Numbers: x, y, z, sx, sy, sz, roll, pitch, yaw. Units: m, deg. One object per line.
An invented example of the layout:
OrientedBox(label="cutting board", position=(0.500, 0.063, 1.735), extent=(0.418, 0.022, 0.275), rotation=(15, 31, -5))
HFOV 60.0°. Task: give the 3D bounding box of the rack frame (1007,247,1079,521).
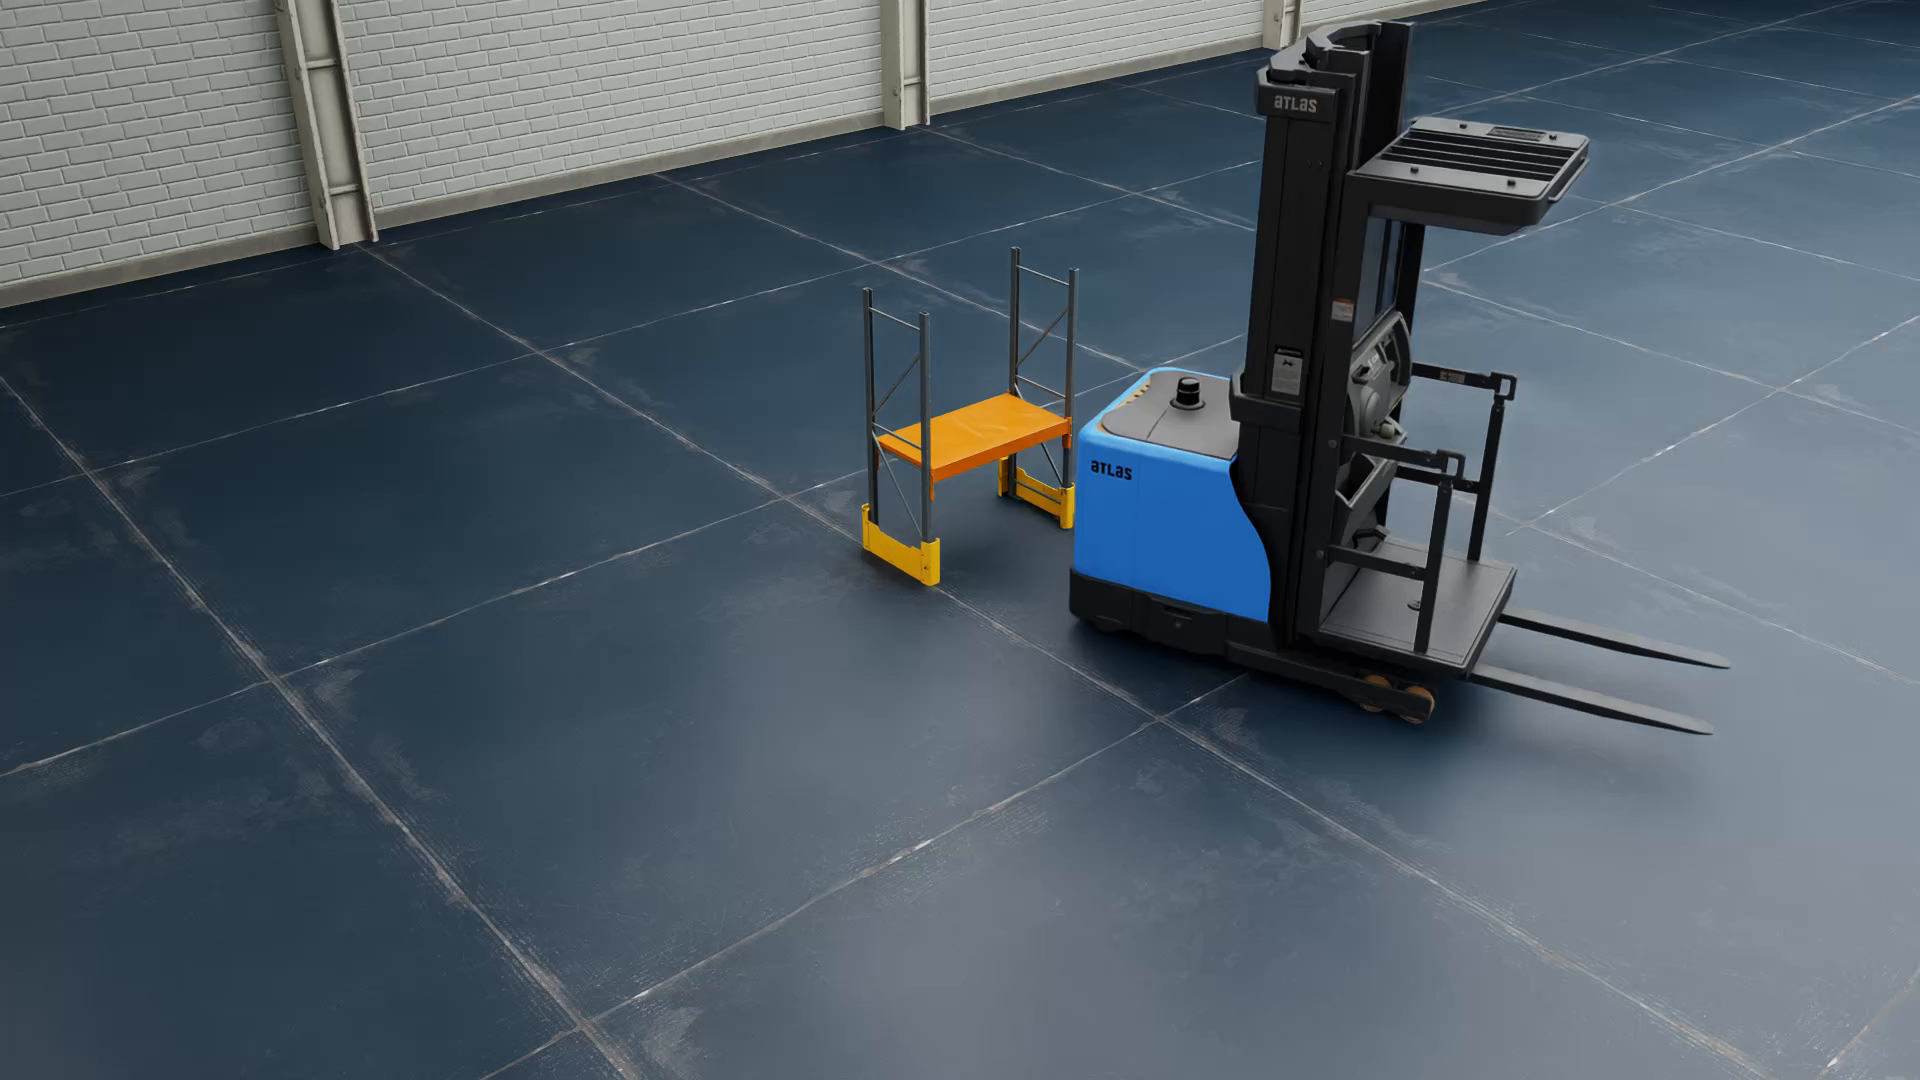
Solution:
OrientedBox(label="rack frame", position=(0.452, -0.843, 9.236), extent=(0.032, 1.500, 0.500), rotation=(-22, 35, -35))

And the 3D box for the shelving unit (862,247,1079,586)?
OrientedBox(label="shelving unit", position=(0.058, -0.685, 8.940), extent=(1.083, 1.500, 0.587), rotation=(-22, 35, -35))

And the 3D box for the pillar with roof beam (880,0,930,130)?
OrientedBox(label="pillar with roof beam", position=(2.234, -6.770, 12.370), extent=(0.400, 9.000, 9.100), rotation=(-22, 35, -35))

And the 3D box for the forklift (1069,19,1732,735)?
OrientedBox(label="forklift", position=(2.095, -0.735, 7.516), extent=(3.031, 2.935, 1.130), rotation=(14, 31, 25))

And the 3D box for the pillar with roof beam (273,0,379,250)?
OrientedBox(label="pillar with roof beam", position=(-2.330, -4.934, 8.935), extent=(0.400, 9.000, 9.100), rotation=(-22, 35, -35))

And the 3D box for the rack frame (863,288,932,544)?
OrientedBox(label="rack frame", position=(-0.322, -0.532, 8.654), extent=(0.032, 1.500, 0.500), rotation=(-22, 35, -35))

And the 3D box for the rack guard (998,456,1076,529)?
OrientedBox(label="rack guard", position=(0.437, -0.286, 9.520), extent=(0.087, 0.250, 0.587), rotation=(-22, 35, -35))

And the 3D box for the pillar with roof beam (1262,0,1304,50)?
OrientedBox(label="pillar with roof beam", position=(6.799, -8.605, 15.805), extent=(0.400, 9.000, 9.100), rotation=(-22, 35, -35))

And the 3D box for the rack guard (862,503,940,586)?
OrientedBox(label="rack guard", position=(-0.321, 0.019, 8.950), extent=(0.087, 0.250, 0.587), rotation=(-22, 35, -35))

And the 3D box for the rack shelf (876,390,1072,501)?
OrientedBox(label="rack shelf", position=(0.065, -0.529, 9.030), extent=(1.000, 0.185, 0.538), rotation=(-22, 35, -35))
